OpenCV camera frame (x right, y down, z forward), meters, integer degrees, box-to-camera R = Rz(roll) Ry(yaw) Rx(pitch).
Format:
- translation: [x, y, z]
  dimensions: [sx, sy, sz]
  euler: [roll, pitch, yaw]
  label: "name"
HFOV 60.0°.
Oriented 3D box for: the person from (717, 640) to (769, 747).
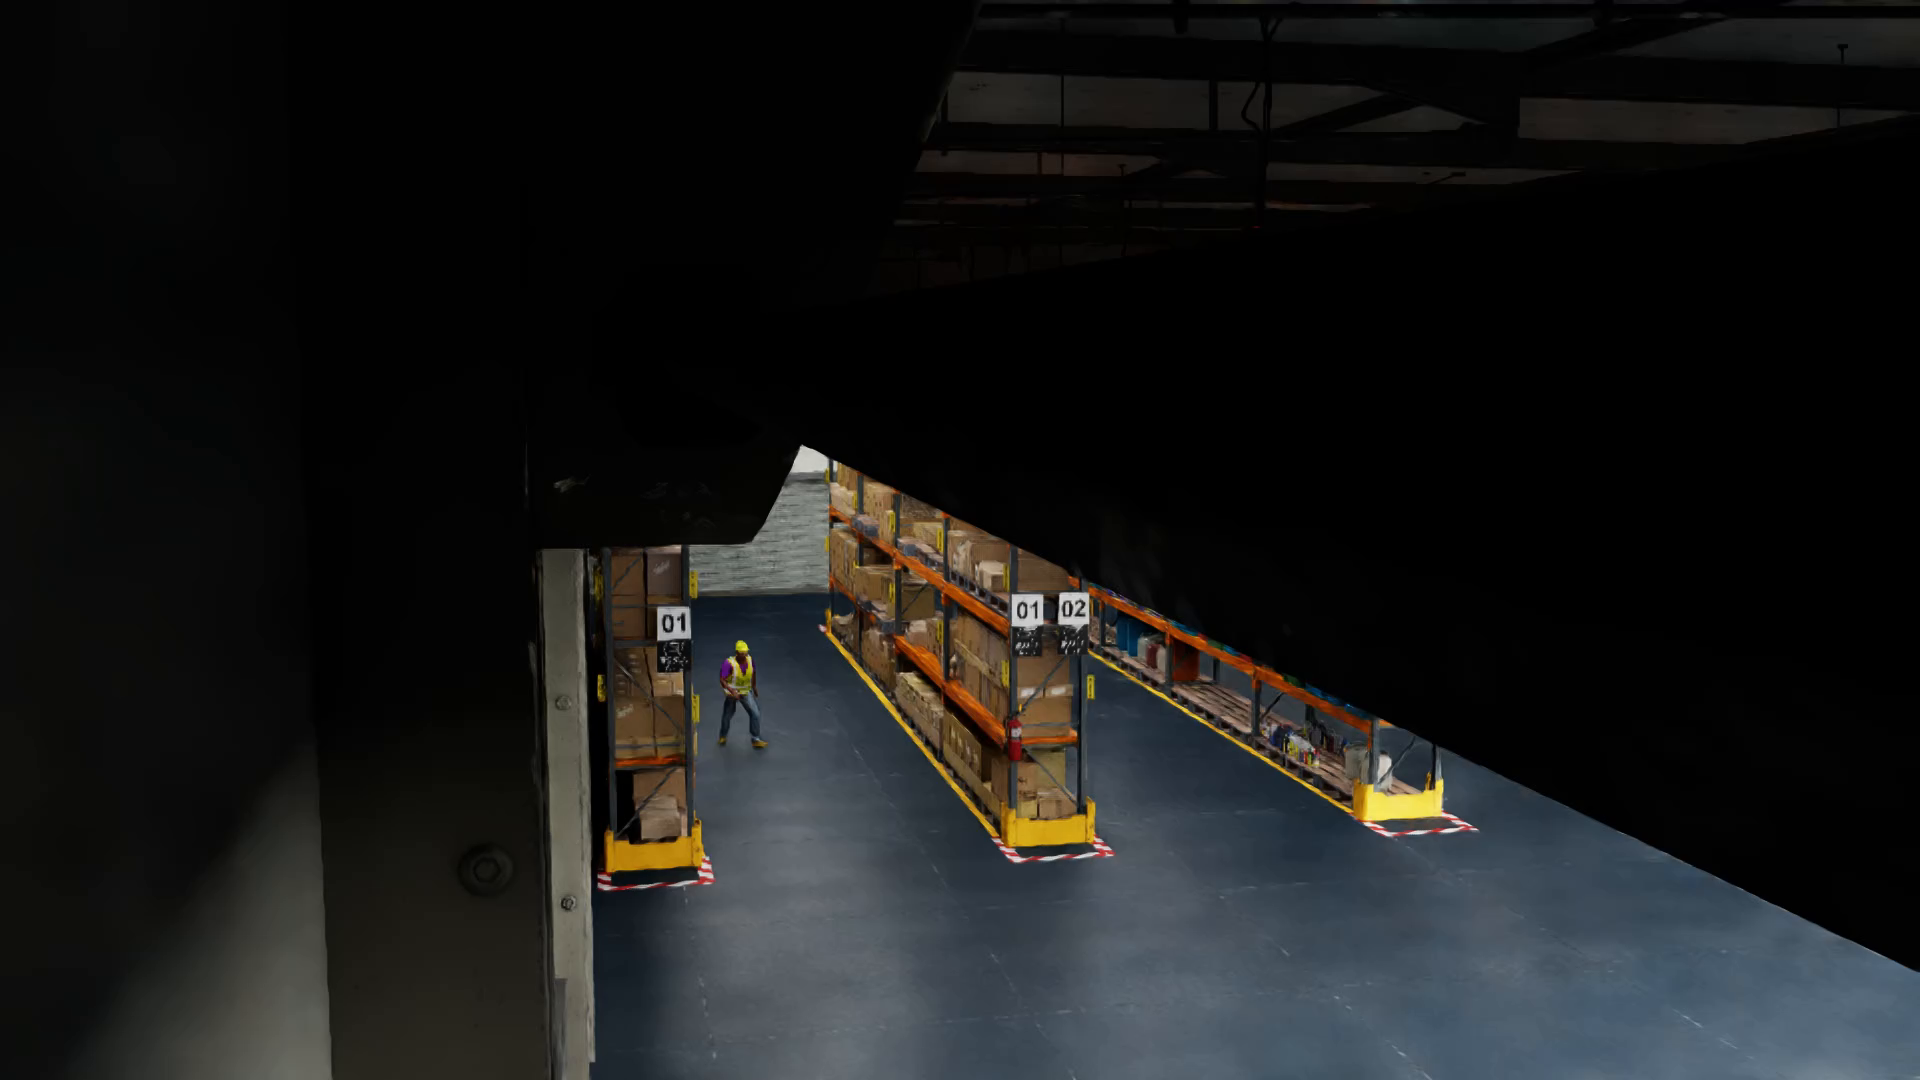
- translation: [-3.468, 2.393, 26.068]
  dimensions: [0.710, 1.702, 0.836]
  euler: [-4, 8, -29]
  label: "person"
